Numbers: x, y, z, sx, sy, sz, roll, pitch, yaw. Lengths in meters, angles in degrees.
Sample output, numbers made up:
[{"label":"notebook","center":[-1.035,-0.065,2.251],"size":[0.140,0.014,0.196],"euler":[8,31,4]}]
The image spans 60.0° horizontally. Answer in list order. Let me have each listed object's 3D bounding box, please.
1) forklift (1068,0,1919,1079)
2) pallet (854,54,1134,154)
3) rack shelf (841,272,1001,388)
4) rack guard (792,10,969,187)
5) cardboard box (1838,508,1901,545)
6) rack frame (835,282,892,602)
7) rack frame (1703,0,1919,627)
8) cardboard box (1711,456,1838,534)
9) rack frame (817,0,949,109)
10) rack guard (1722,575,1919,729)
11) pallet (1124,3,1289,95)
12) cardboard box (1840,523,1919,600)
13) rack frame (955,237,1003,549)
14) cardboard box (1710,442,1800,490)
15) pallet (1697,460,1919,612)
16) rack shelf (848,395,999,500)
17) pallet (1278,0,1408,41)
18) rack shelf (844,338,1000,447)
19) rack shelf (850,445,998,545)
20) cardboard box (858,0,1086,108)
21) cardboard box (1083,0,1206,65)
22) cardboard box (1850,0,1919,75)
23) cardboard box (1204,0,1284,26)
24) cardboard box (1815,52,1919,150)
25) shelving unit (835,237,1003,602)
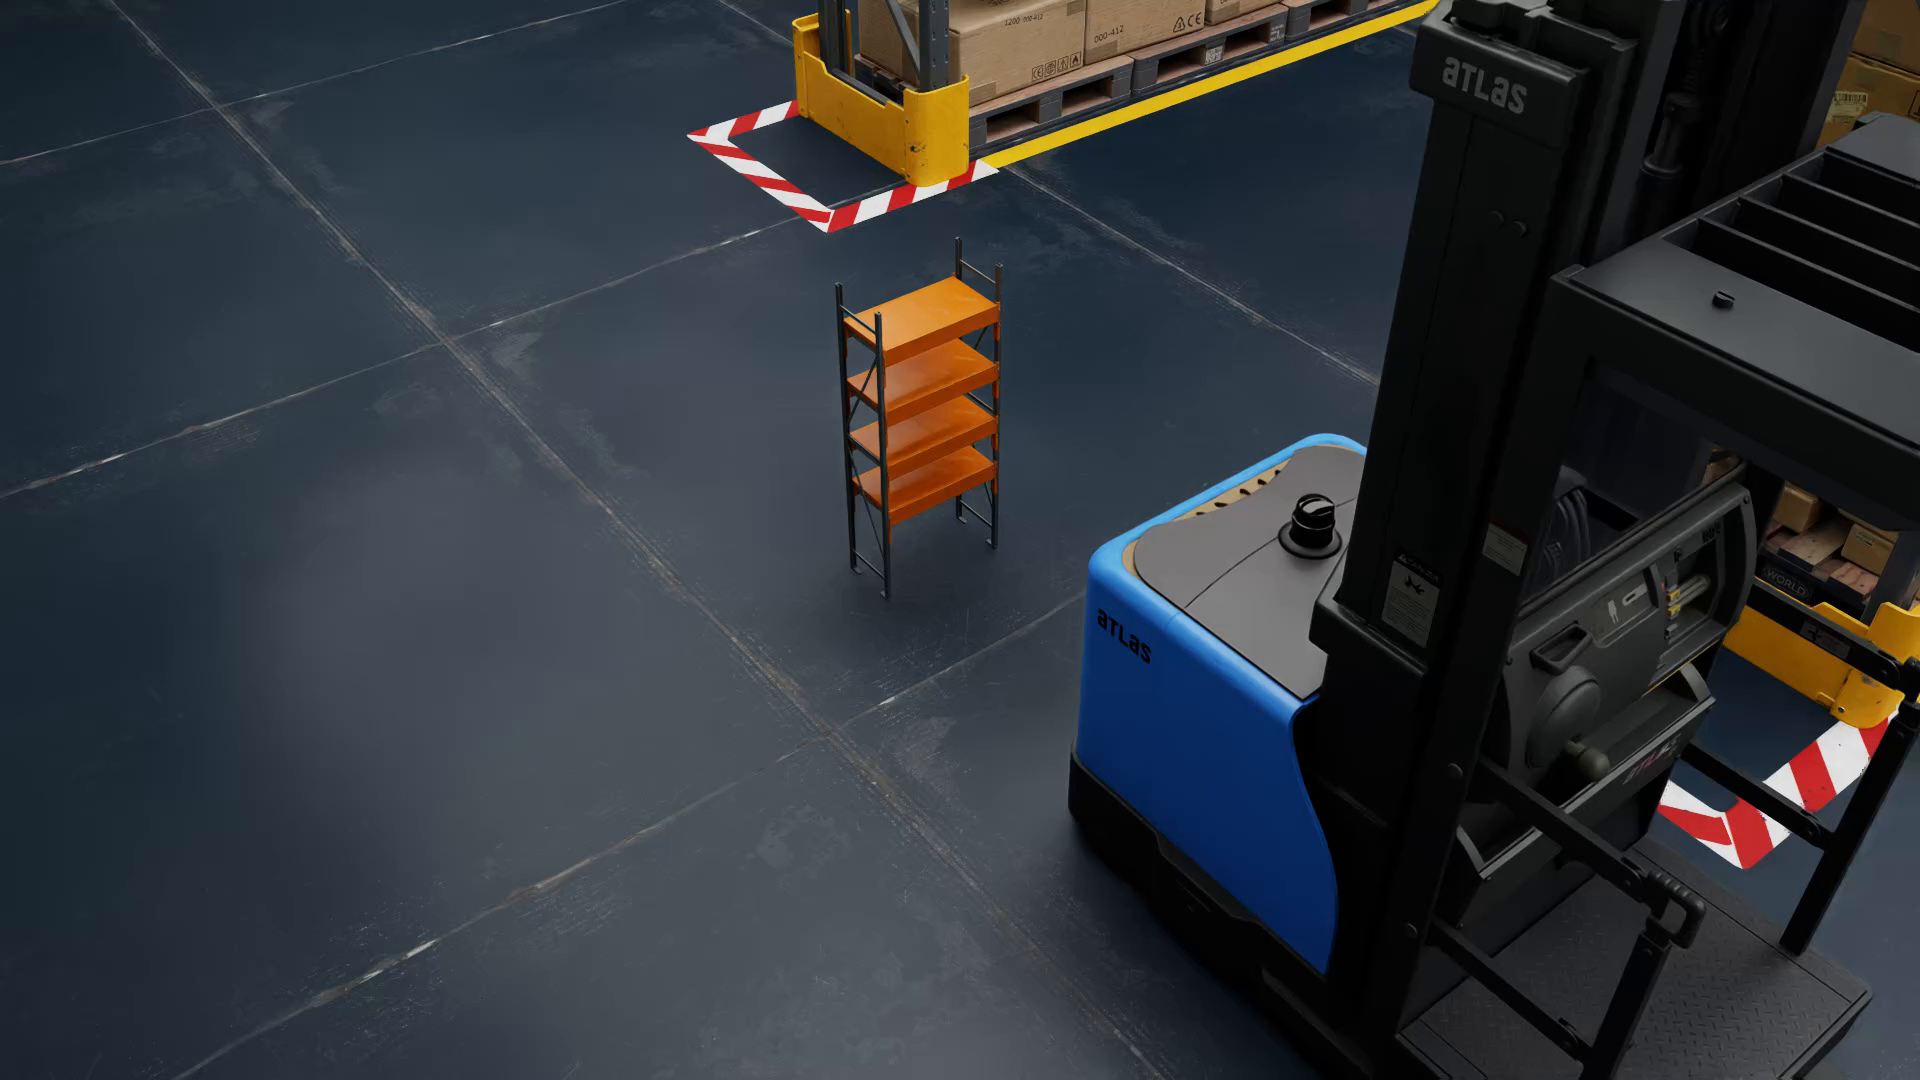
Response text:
[{"label":"forklift","center":[1.637,0.278,3.601],"size":[1.130,2.935,3.031],"euler":[-26,46,-28]},{"label":"pallet","center":[0.184,-2.570,9.217],"size":[1.213,0.211,1.003],"euler":[-26,46,-28]},{"label":"rack shelf","center":[-0.131,-0.704,5.542],"size":[0.480,0.148,0.258],"euler":[-26,46,-28]},{"label":"rack guard","center":[-0.421,-2.324,8.689],"size":[0.348,0.500,1.175],"euler":[-26,46,-28]},{"label":"cardboard box","center":[3.266,-0.098,5.687],"size":[0.250,0.149,0.380],"euler":[-24,45,-26]},{"label":"rack frame","center":[-0.325,-0.306,5.677],"size":[0.015,1.200,0.240],"euler":[-26,46,-28]},{"label":"rack frame","center":[2.694,-0.850,4.921],"size":[0.127,3.000,1.000],"euler":[-26,46,-28]},{"label":"cardboard box","center":[2.985,-0.218,6.068],"size":[0.250,0.149,0.380],"euler":[-25,46,-27]},{"label":"rack frame","center":[-0.402,-3.300,7.908],"size":[0.127,3.000,1.000],"euler":[-26,46,-28]},{"label":"rack guard","center":[2.755,0.087,5.749],"size":[0.348,0.500,1.175],"euler":[-26,46,-28]},{"label":"pallet","center":[1.151,-3.039,9.788],"size":[1.213,0.211,1.003],"euler":[-26,46,-28]},{"label":"cardboard box","center":[3.305,0.049,5.742],"size":[0.250,0.149,0.380],"euler":[-25,46,-27]},{"label":"rack frame","center":[0.062,-0.494,5.906],"size":[0.015,1.200,0.240],"euler":[-26,46,-28]},{"label":"cardboard box","center":[2.939,-0.372,6.021],"size":[0.250,0.149,0.380],"euler":[-27,47,-29]},{"label":"pallet","center":[3.420,-0.097,6.202],"size":[1.213,0.211,1.003],"euler":[-26,46,-28]},{"label":"rack shelf","center":[-0.131,-0.348,5.834],"size":[0.480,0.148,0.258],"euler":[-26,46,-28]},{"label":"pallet","center":[2.119,-3.513,10.366],"size":[1.213,0.211,1.003],"euler":[-26,46,-28]},{"label":"rack shelf","center":[-0.131,-0.521,5.692],"size":[0.480,0.148,0.258],"euler":[-26,46,-28]},{"label":"rack shelf","center":[-0.131,-0.194,5.960],"size":[0.480,0.148,0.258],"euler":[-26,46,-28]},{"label":"cardboard box","center":[0.060,-2.777,8.959],"size":[0.875,0.438,0.875],"euler":[-28,47,-29]},{"label":"cardboard box","center":[0.781,-3.135,9.396],"size":[0.875,0.438,0.875],"euler":[-25,45,-27]},{"label":"cardboard box","center":[2.906,-1.692,4.846],"size":[0.500,0.500,0.500],"euler":[-27,46,-29]},{"label":"cardboard box","center":[1.497,-3.483,9.819],"size":[0.875,0.438,0.875],"euler":[-27,47,-29]},{"label":"cardboard box","center":[2.894,-1.306,5.164],"size":[0.500,0.500,0.500],"euler":[-25,46,-27]},{"label":"shelving unit","center":[-0.131,-0.400,5.791],"size":[0.503,1.200,0.258],"euler":[-26,46,-28]}]
